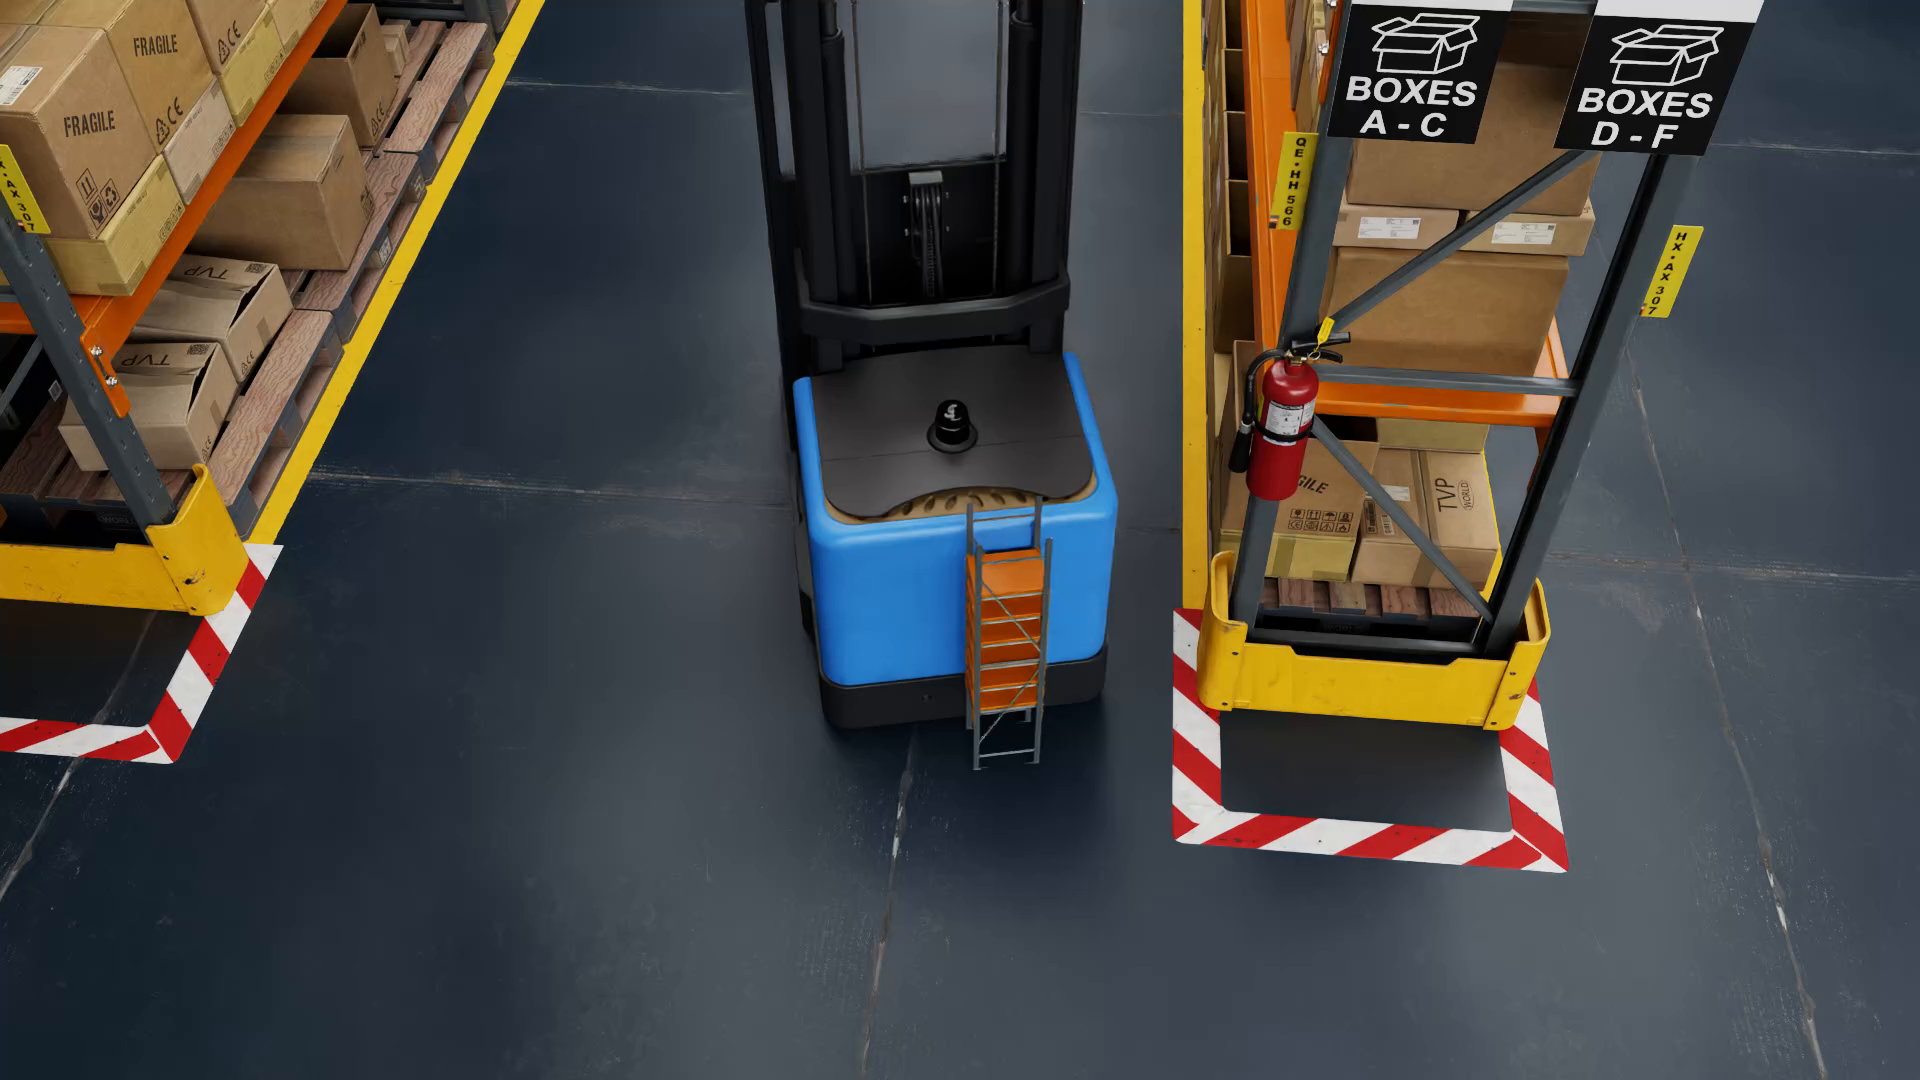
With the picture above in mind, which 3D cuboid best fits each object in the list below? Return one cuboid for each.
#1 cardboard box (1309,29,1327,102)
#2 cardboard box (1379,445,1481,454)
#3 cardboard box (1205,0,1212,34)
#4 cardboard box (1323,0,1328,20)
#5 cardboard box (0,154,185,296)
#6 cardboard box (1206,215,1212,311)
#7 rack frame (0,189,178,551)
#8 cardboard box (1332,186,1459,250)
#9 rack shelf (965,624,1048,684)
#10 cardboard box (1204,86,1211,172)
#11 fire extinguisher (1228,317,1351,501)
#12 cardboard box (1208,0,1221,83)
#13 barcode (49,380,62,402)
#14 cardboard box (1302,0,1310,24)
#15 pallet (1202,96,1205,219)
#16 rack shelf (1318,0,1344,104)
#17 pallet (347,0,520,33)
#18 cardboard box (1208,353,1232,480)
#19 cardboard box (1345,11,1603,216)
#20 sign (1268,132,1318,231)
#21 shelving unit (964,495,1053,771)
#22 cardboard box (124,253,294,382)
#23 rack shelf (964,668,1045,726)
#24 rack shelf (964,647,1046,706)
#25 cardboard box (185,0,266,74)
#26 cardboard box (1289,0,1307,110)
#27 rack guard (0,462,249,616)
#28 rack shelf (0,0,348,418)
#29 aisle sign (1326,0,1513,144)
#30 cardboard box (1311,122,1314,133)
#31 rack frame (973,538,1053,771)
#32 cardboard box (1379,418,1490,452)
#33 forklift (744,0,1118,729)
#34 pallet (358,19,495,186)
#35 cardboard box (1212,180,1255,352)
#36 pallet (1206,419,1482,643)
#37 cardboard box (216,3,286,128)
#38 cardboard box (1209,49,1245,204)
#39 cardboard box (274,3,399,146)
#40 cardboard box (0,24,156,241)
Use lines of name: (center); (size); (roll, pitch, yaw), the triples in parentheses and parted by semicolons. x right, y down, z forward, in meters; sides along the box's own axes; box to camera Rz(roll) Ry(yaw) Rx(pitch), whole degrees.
cardboard box: (1.398, -1.604, 5.677); (0.380, 0.149, 0.250); (4, 48, 4)
cardboard box: (1.795, -0.453, 6.710); (0.500, 0.250, 0.500); (4, 48, 4)
cardboard box: (1.596, -2.970, 9.012); (0.500, 0.250, 0.500); (3, 48, 3)
cardboard box: (1.630, -2.102, 5.693); (0.700, 0.500, 0.500); (4, 48, 4)
cardboard box: (-3.090, -1.116, 5.826); (0.500, 0.250, 0.500); (3, 48, 2)
cardboard box: (1.362, -1.223, 7.415); (0.500, 0.250, 0.500); (4, 48, 4)
rack frame: (-3.451, -0.823, 5.470); (1.000, 3.000, 0.127); (4, 48, 4)
cardboard box: (1.327, -1.039, 5.160); (0.380, 0.149, 0.250); (3, 48, 3)
rack shelf: (0.154, 0.375, 5.654); (0.258, 0.103, 0.180); (-6, 48, -5)
cardboard box: (1.452, -1.958, 8.087); (0.500, 0.250, 0.500); (4, 48, 4)
fire extinguisher: (1.009, -0.411, 5.145); (0.296, 0.674, 0.183); (4, 48, 4)
cardboard box: (1.493, -2.579, 8.146); (0.500, 0.500, 0.500); (4, 48, 4)
barcode: (-3.695, -0.609, 6.792); (0.001, 0.075, 0.075); (4, 48, 4)
cardboard box: (1.444, -1.990, 6.030); (0.380, 0.149, 0.250); (5, 48, 5)
pallet: (1.733, -1.909, 8.353); (1.003, 0.211, 1.213); (4, 48, 4)
rack shelf: (1.665, -2.732, 5.670); (1.077, 0.370, 4.000); (4, 48, 4)
pallet: (-3.017, -3.393, 9.710); (1.003, 0.211, 1.213); (4, 48, 4)
cardboard box: (1.271, -0.488, 6.743); (0.500, 0.250, 0.500); (4, 48, 4)
cardboard box: (1.542, -1.345, 5.000); (0.700, 0.500, 0.500); (4, 48, 4)
sign: (0.943, -1.010, 4.696); (0.100, 0.325, 0.005); (4, 48, 4)
shelving unit: (0.154, 0.345, 5.621); (0.258, 1.200, 0.189); (-6, 48, -5)
cardboard box: (-3.246, -0.985, 7.142); (0.500, 0.311, 0.500); (7, 48, 7)
rack shelf: (0.154, 0.537, 5.831); (0.258, 0.103, 0.180); (-6, 48, -5)
rack shelf: (0.154, 0.456, 5.743); (0.258, 0.103, 0.180); (-6, 48, -5)
cardboard box: (-3.000, -2.104, 6.222); (0.500, 0.500, 0.500); (2, 48, 2)
cardboard box: (1.676, -2.006, 6.484); (0.700, 0.500, 0.500); (5, 48, 5)
rack guard: (-3.444, -0.035, 6.443); (1.175, 0.500, 0.348); (4, 48, 4)
rack shelf: (-3.269, -2.050, 7.079); (1.077, 0.370, 4.000); (4, 48, 4)
aisle sign: (1.184, -1.341, 4.182); (0.394, 0.787, 0.004); (4, 48, 4)
cardboard box: (1.581, -1.254, 5.797); (0.700, 0.500, 0.500); (5, 48, 5)
rack frame: (0.167, 0.412, 5.560); (0.240, 1.200, 0.006); (-6, 48, -5)
cardboard box: (1.796, -0.706, 6.433); (0.500, 0.500, 0.500); (4, 48, 4)
forklift: (-0.182, -1.407, 6.051); (1.130, 2.935, 3.031); (-6, 48, -5)
pallet: (-3.112, -2.325, 8.733); (1.003, 0.211, 1.213); (4, 48, 4)
cardboard box: (1.311, -1.109, 6.802); (0.500, 0.500, 0.500); (4, 48, 4)
pallet: (1.510, -0.116, 6.713); (1.003, 0.211, 1.213); (4, 48, 4)
cardboard box: (-3.005, -1.873, 6.518); (0.500, 0.250, 0.500); (3, 48, 3)
cardboard box: (1.402, -1.844, 7.474); (0.500, 0.500, 0.500); (4, 48, 4)
cardboard box: (-3.141, -2.302, 8.218); (0.500, 0.500, 0.500); (1, 48, 1)
cardboard box: (-3.108, -1.363, 5.543); (0.500, 0.500, 0.500); (4, 48, 4)
